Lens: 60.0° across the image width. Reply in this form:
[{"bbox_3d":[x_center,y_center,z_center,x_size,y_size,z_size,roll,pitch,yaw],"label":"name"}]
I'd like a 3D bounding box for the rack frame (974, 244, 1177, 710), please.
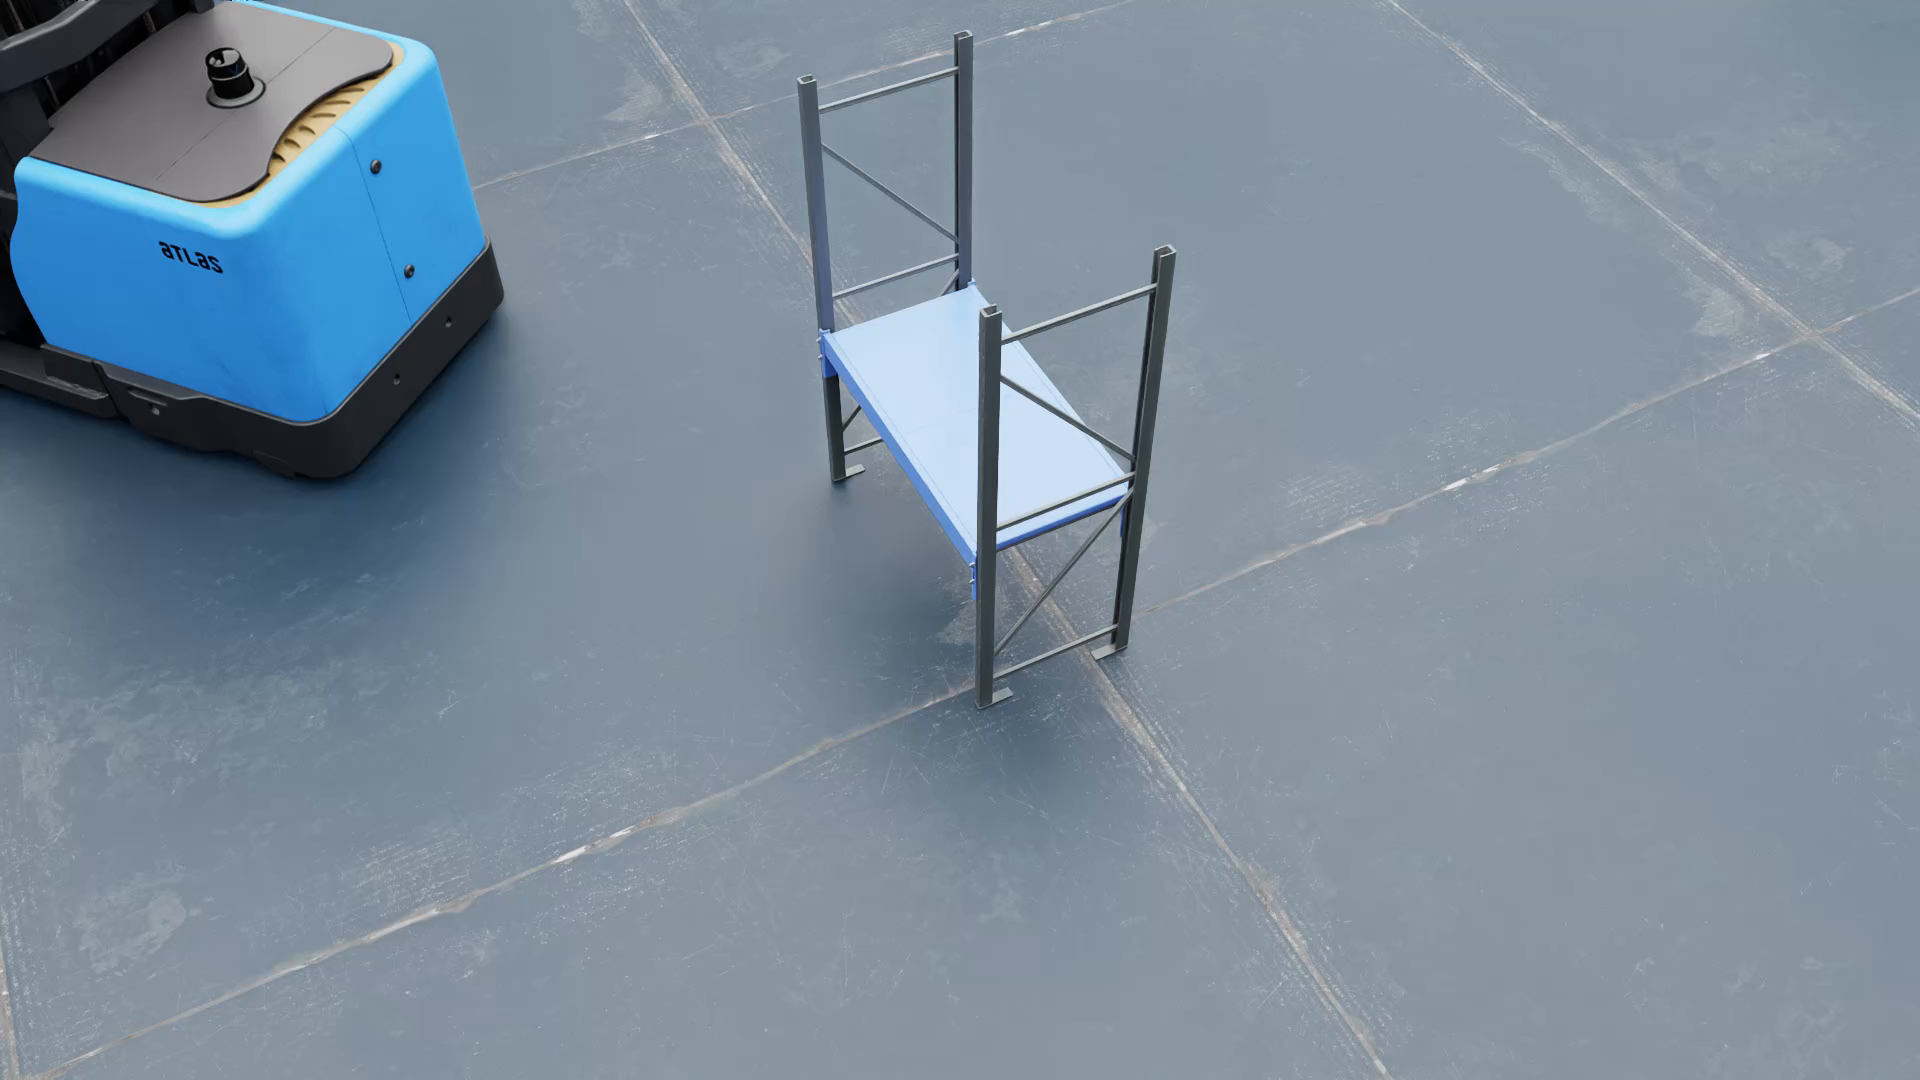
[{"bbox_3d":[0.272,-0.096,4.338,0.500,1.500,0.032,-21,52,-18],"label":"rack frame"}]

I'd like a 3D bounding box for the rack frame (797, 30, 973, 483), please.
[{"bbox_3d":[-0.194,-0.777,4.933,0.500,1.500,0.032,-21,52,-18],"label":"rack frame"}]

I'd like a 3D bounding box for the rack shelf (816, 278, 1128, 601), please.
[{"bbox_3d":[0.039,-0.318,4.771,0.538,0.185,1.000,-21,52,-18],"label":"rack shelf"}]

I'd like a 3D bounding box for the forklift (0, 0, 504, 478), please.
[{"bbox_3d":[-3.189,-1.881,4.948,3.031,2.935,1.130,17,51,14],"label":"forklift"}]

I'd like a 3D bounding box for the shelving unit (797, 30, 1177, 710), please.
[{"bbox_3d":[0.039,-0.437,4.636,0.538,1.500,1.048,-21,52,-18],"label":"shelving unit"}]
